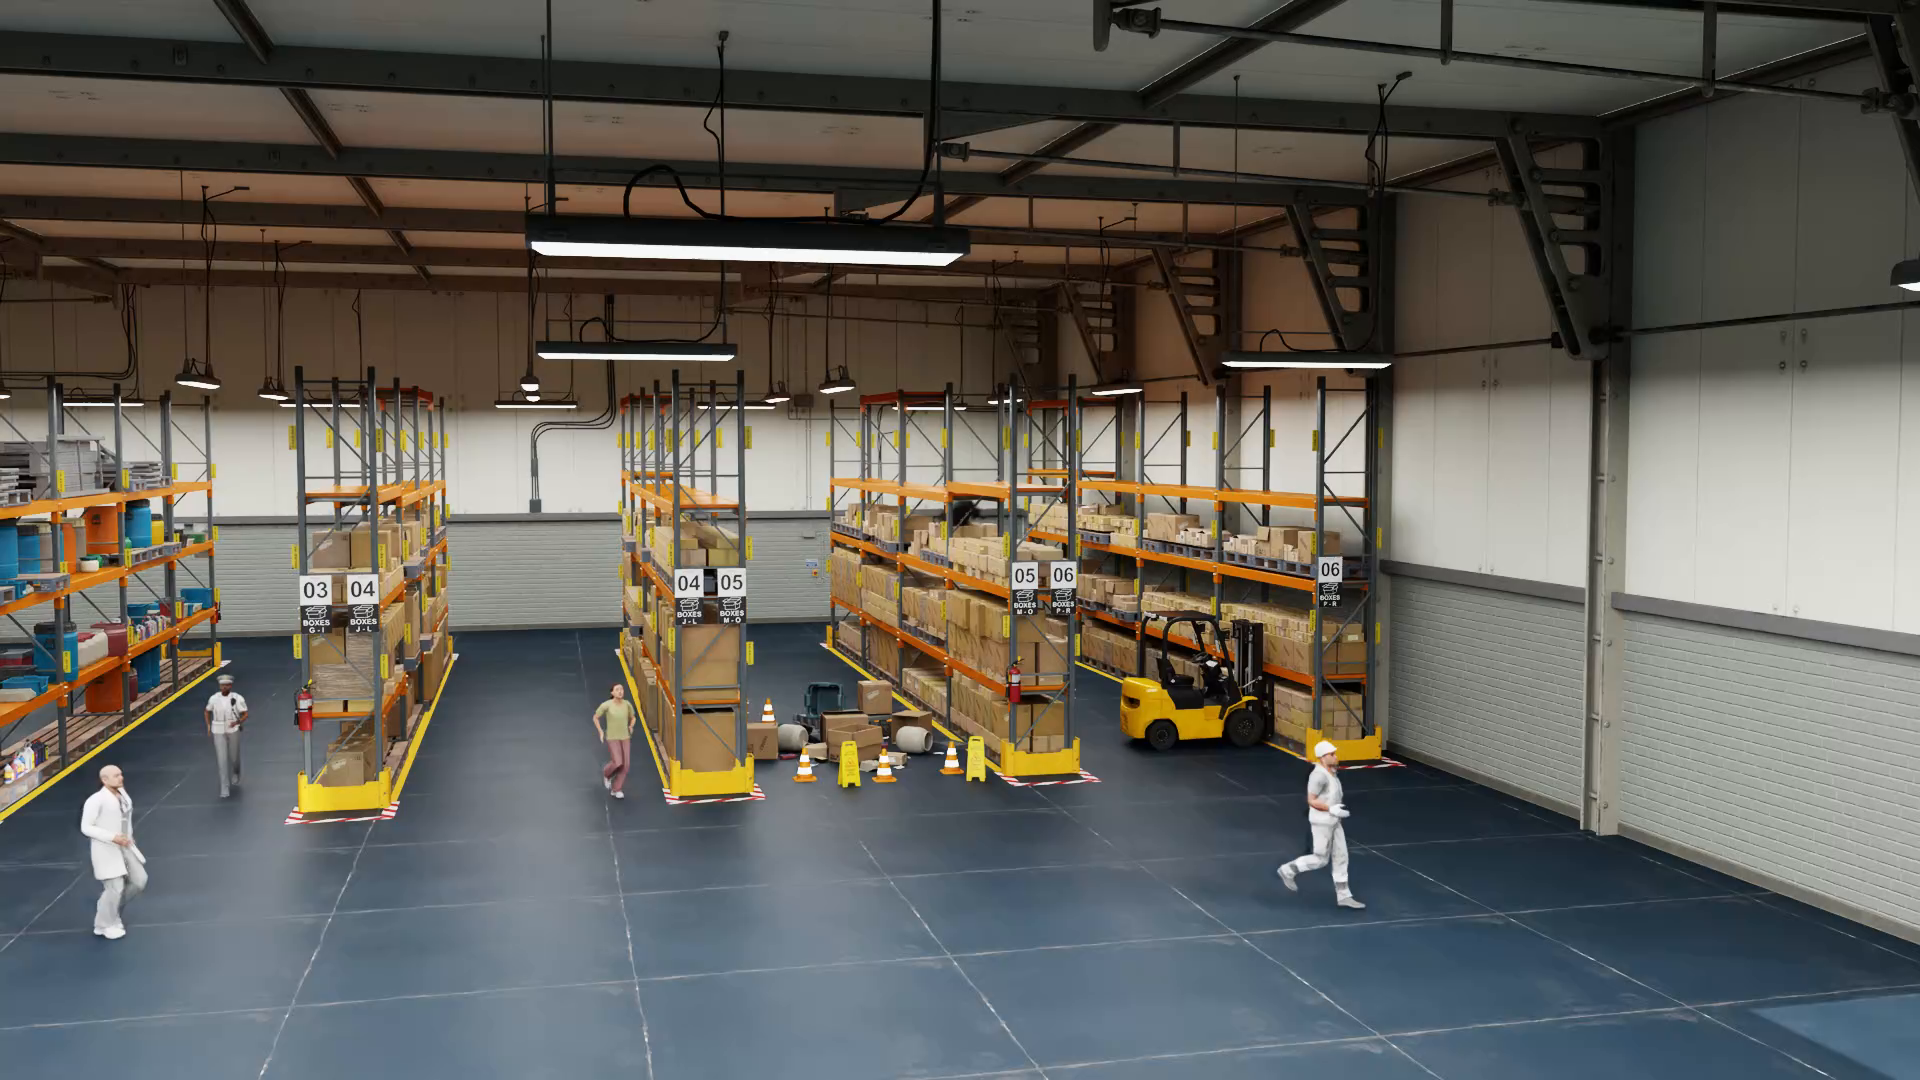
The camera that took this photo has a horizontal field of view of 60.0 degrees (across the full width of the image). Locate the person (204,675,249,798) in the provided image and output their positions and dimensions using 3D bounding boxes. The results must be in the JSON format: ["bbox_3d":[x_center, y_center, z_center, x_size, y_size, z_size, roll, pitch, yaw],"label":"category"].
[{"bbox_3d":[-10.415,2.743,23.604,0.587,1.694,0.785,-1,4,-19],"label":"person"}]

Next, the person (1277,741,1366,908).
[{"bbox_3d":[3.900,3.045,17.889,0.959,1.774,0.653,2,4,31],"label":"person"}]

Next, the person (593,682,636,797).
[{"bbox_3d":[-4.797,2.800,23.321,0.579,1.626,0.544,-2,4,-34],"label":"person"}]

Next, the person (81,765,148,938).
[{"bbox_3d":[-8.494,3.130,16.729,0.618,1.744,0.716,1,4,14],"label":"person"}]
